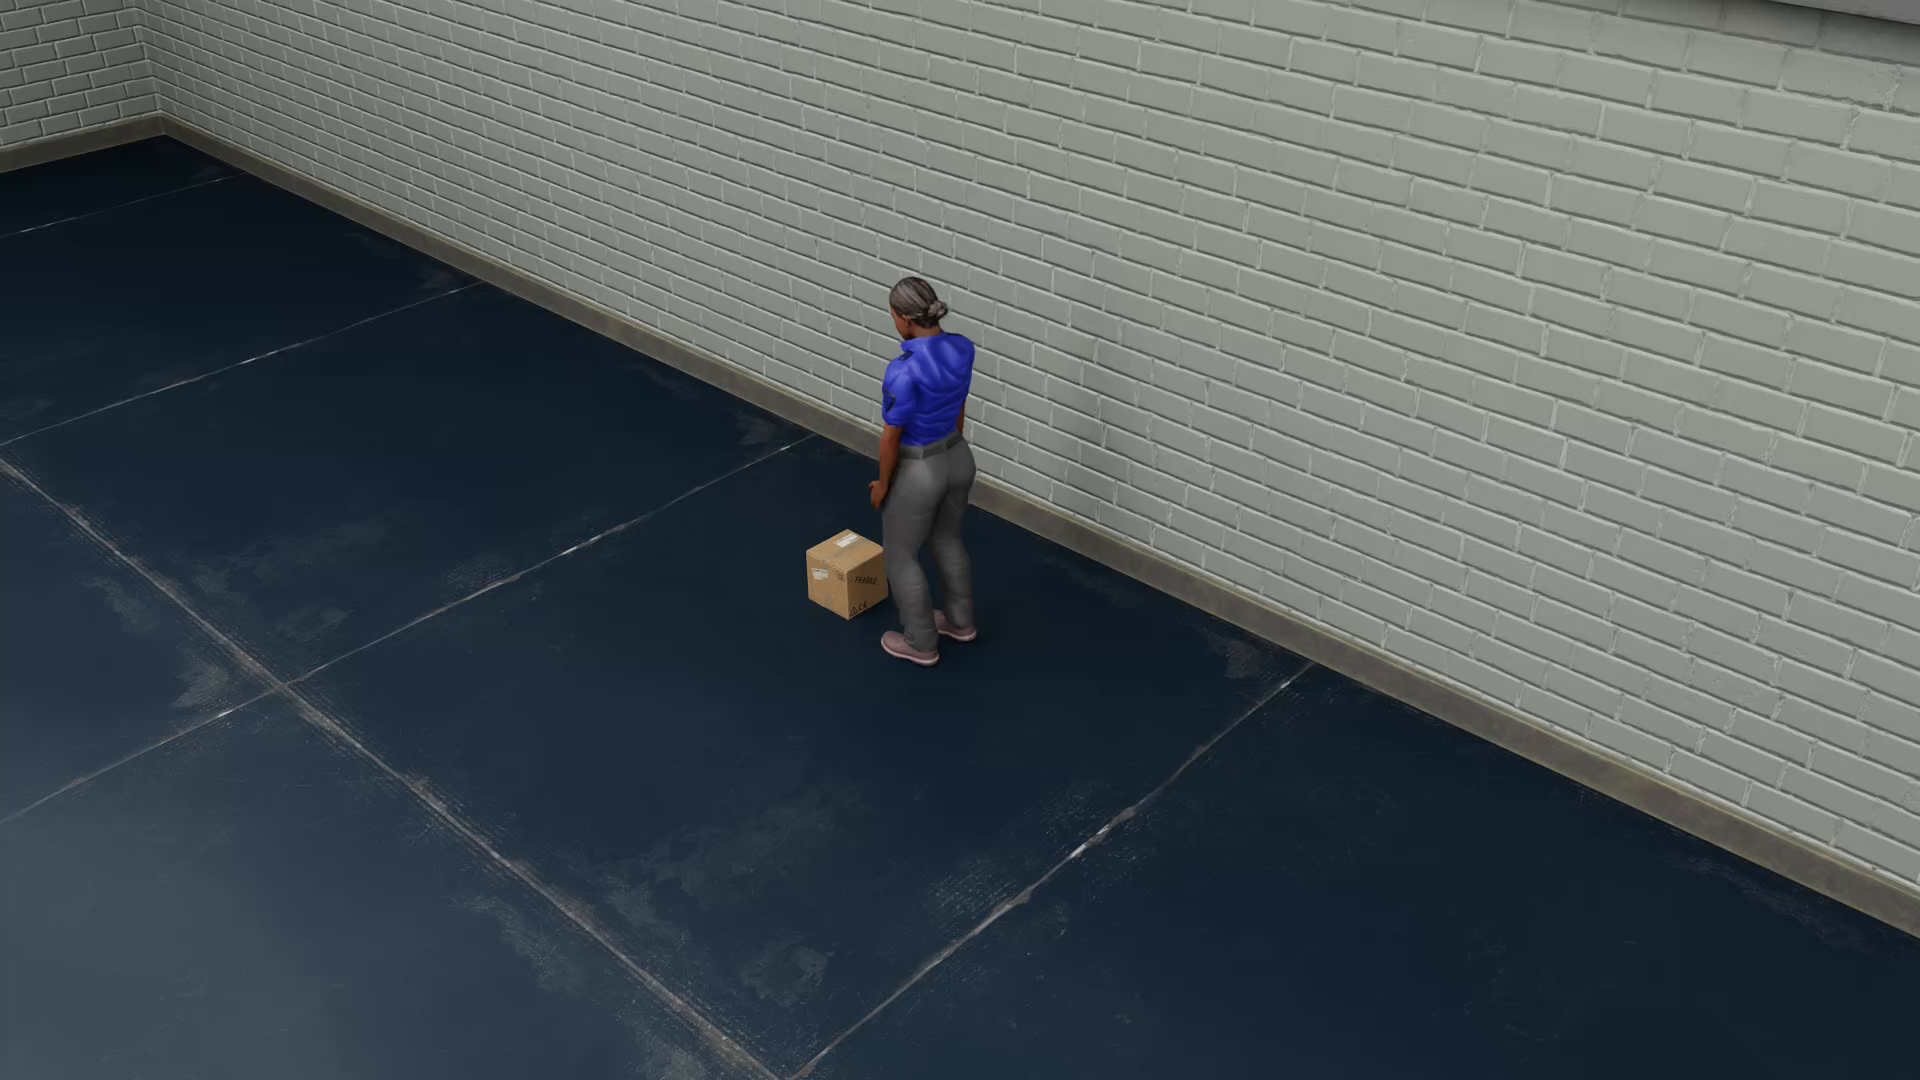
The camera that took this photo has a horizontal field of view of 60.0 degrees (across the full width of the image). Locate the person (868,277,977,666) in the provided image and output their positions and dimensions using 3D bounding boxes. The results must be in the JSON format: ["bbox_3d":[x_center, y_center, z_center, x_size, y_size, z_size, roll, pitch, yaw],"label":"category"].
[{"bbox_3d":[-0.145,-0.253,6.578,0.315,1.646,0.443,26,40,36],"label":"person"}]
